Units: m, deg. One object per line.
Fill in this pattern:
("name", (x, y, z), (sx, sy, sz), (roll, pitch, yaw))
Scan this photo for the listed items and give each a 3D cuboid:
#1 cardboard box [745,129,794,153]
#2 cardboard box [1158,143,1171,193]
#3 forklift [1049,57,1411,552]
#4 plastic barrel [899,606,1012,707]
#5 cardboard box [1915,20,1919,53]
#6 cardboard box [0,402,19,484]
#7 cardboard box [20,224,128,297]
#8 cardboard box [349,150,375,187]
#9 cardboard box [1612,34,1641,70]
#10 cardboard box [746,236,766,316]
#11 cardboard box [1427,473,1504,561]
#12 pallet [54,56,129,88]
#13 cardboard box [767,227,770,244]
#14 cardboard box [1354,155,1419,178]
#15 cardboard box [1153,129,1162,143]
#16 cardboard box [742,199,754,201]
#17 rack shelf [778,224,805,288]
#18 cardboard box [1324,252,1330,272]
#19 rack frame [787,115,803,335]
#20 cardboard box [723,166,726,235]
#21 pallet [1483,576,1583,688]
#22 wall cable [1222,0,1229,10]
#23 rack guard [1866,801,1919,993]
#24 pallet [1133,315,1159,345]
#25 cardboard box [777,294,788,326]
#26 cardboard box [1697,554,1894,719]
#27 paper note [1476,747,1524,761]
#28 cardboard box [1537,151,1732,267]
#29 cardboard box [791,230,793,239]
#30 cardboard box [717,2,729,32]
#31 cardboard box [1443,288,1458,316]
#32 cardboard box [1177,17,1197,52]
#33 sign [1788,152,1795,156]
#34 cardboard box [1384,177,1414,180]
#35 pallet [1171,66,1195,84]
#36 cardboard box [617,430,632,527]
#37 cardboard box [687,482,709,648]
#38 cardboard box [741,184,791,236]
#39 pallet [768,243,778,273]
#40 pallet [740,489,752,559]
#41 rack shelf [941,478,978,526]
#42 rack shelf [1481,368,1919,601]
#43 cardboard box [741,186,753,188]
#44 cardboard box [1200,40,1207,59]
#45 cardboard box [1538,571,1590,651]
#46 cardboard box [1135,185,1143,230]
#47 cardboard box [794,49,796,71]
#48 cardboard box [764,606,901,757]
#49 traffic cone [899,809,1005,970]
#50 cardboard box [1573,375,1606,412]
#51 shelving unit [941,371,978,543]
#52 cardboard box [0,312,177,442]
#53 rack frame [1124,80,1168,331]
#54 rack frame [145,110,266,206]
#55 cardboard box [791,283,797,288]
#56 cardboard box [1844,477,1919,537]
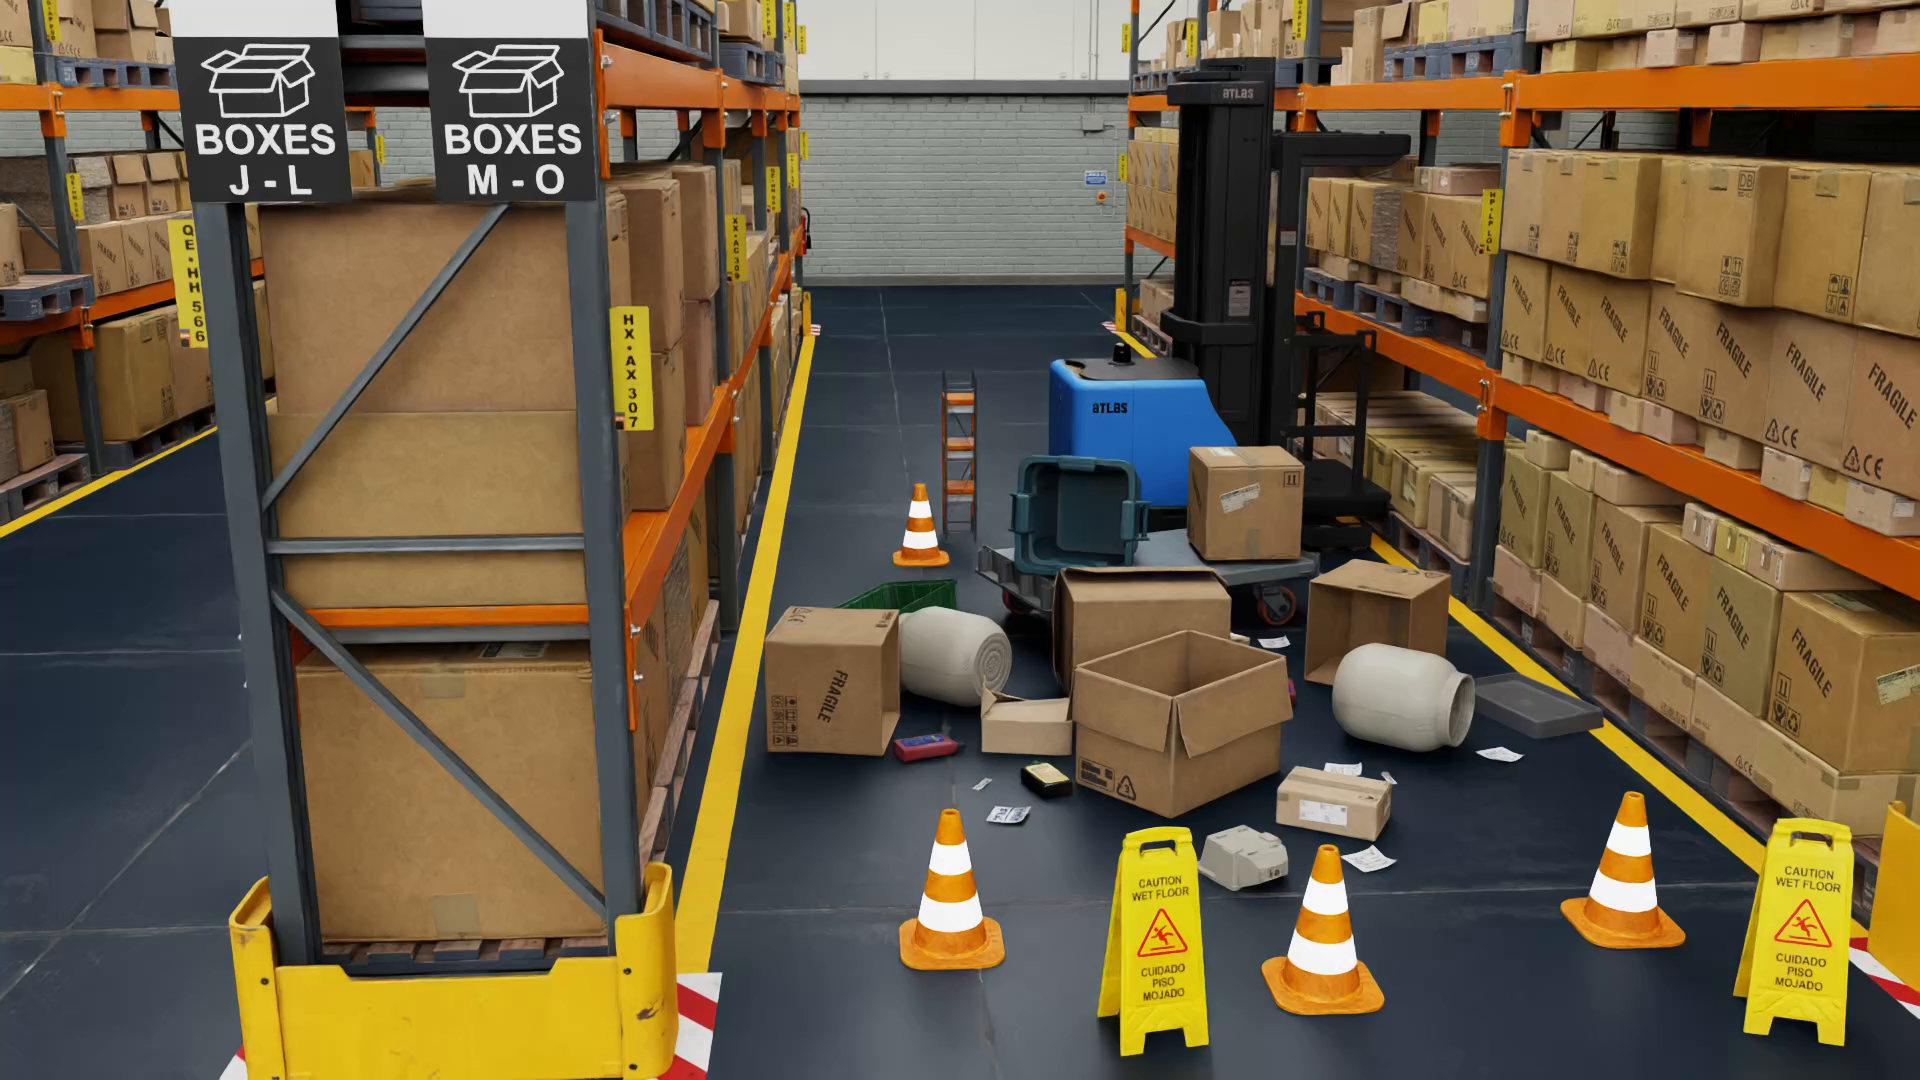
("cardboard box", (-1.989, -4.015, 17.306), (0.500, 0.500, 0.500), (-1, 14, -3))
("cardboard box", (2.409, -3.968, 17.720), (0.500, 0.500, 0.500), (-1, 14, -3))
("forklift", (2.118, -1.474, 10.373), (3.031, 2.935, 1.130), (-1, 15, -6))
("plastic barrel", (-0.059, 0.528, 7.624), (0.512, 0.421, 0.421), (10, 18, 35))
("cardboard box", (3.172, -1.561, 5.060), (0.380, 0.149, 0.250), (-1, 14, -3))
("cardboard box", (-6.756, -0.620, 11.049), (0.700, 0.500, 0.500), (-2, 15, -8))
("cardboard box", (-6.624, -2.095, 12.448), (0.500, 0.500, 0.500), (0, 14, -2))
("cardboard box", (-7.068, -4.228, 19.140), (0.500, 0.500, 0.500), (-1, 14, -3))
("cardboard box", (3.110, -2.140, 7.310), (0.380, 0.149, 0.250), (0, 14, -2))
("cardboard box", (-1.583, -1.789, 11.260), (0.500, 0.500, 0.500), (-1, 14, -3))
("cardboard box", (3.239, -0.141, 9.484), (0.950, 0.372, 0.625), (-1, 14, -3))
("pallet", (-6.958, -3.442, 12.243), (1.213, 0.211, 1.003), (0, 14, -1))
("cardboard box", (-1.850, -2.630, 14.388), (0.380, 0.149, 0.250), (0, 14, -1))
("cardboard box", (3.239, -2.733, 12.923), (0.500, 0.500, 0.500), (-1, 14, -5))
("cardboard box", (2.330, -4.432, 18.222), (0.380, 0.149, 0.250), (-1, 14, -5))
("cardboard box", (-1.774, -2.588, 13.034), (0.380, 0.149, 0.250), (-1, 14, -4))
("rack shelf", (-2.280, -3.117, 18.063), (1.077, 0.370, 4.000), (-1, 14, -3))
("cardboard box", (2.845, -2.001, 11.947), (0.380, 0.149, 0.250), (-2, 15, -7))
("rack frame", (-2.404, -3.962, 19.907), (1.000, 3.000, 0.127), (-1, 14, -3))
("cardboard box", (-1.792, -2.013, 10.124), (0.700, 0.500, 0.500), (-1, 14, -4))
("pallet", (3.351, 0.437, 8.403), (1.003, 0.211, 1.213), (-1, 14, -3))
("wall cable", (5.430, -8.442, 25.204), (2.988, 3.039, 0.133), (-1, 14, -3))
("rack guard", (3.517, 1.107, 5.221), (1.175, 0.500, 0.348), (-1, 14, -3))
("pallet", (2.658, -2.516, 19.881), (1.003, 0.211, 1.213), (-1, 14, -3))
("cardboard box", (-1.858, -2.142, 15.501), (0.500, 0.250, 0.500), (-1, 14, -5))
("cardboard box", (3.176, 0.355, 6.296), (0.500, 0.500, 0.500), (0, 14, -1))
("paper note", (2.271, 0.896, 6.984), (0.142, 0.019, 0.148), (-6, 16, -23))
("cardboard box", (3.094, -1.516, 7.595), (0.700, 0.500, 0.500), (-1, 14, -3))
("cardboard box", (-1.977, -3.248, 17.635), (0.380, 0.149, 0.250), (0, 14, -1))
("cardboard box", (-1.488, -2.913, 9.270), (0.380, 0.149, 0.250), (-1, 14, -3))
("cardboard box", (2.968, -1.351, 9.418), (0.380, 0.149, 0.250), (-1, 14, -5))
("cardboard box", (2.662, -5.158, 17.285), (0.797, 0.503, 0.637), (0, 14, 1))
("sign", (8.286, -3.717, 16.629), (0.100, 0.325, 0.005), (-1, 14, -3))
("cardboard box", (3.332, -2.361, 12.044), (0.500, 0.500, 0.500), (-1, 14, -5))
("pallet", (2.738, -4.682, 16.864), (1.003, 0.211, 1.213), (-1, 14, -3))
("cardboard box", (-1.537, -0.284, 5.309), (0.875, 0.550, 0.550), (-1, 14, -3))
("cardboard box", (-1.691, 0.005, 7.908), (0.875, 0.875, 0.875), (-1, 14, -3))
("cardboard box", (-1.935, -3.287, 16.485), (0.500, 0.500, 0.500), (-1, 14, -4))
("pallet", (-2.072, -2.372, 14.109), (1.003, 0.211, 1.213), (-1, 14, -3))
("pallet", (-1.862, -0.122, 10.578), (1.003, 0.211, 1.213), (-1, 14, -3))
("rack shelf", (-0.003, -0.242, 10.519), (0.215, 0.259, 0.240), (-1, 14, -3))
("rack shelf", (3.398, -0.234, 6.859), (1.077, 0.370, 4.000), (-1, 14, -3))
("cardboard box", (-1.919, -3.174, 15.309), (0.380, 0.149, 0.250), (-1, 14, -5))
("cardboard box", (2.460, -4.530, 15.521), (0.396, 0.266, 0.258), (-1, 14, -4))
("cardboard box", (3.085, 0.332, 7.891), (0.500, 0.250, 0.500), (0, 14, 0))
("cardboard box", (2.333, -3.863, 19.320), (0.500, 0.500, 0.500), (-1, 14, -4))
("cardboard box", (-2.089, -5.347, 18.565), (0.500, 0.250, 0.500), (-1, 14, -5))
("cardboard box", (-0.540, 0.602, 7.180), (0.500, 0.500, 0.500), (2, 15, 6))
("traffic cone", (-0.028, 1.091, 5.356), (0.336, 0.463, 0.334), (-1, 14, -3))
("cardboard box", (3.068, -0.685, 7.673), (0.380, 0.149, 0.250), (0, 14, -2))
("shelving unit", (-0.003, -0.522, 10.447), (0.215, 1.050, 0.252), (-1, 14, -3))
("cardboard box", (-6.887, -1.268, 12.855), (1.225, 0.875, 0.875), (-2, 15, -6))
("rack frame", (2.530, -4.064, 20.301), (1.000, 3.000, 0.127), (-1, 14, -3))
("rack frame", (-7.113, -2.916, 15.840), (1.000, 3.000, 0.127), (-1, 14, -3))
("cardboard box", (-2.118, -2.945, 19.639), (0.380, 0.149, 0.250), (-1, 14, -3))
("cardboard box", (3.159, -0.114, 5.454), (0.380, 0.149, 0.250), (-1, 14, -4))
